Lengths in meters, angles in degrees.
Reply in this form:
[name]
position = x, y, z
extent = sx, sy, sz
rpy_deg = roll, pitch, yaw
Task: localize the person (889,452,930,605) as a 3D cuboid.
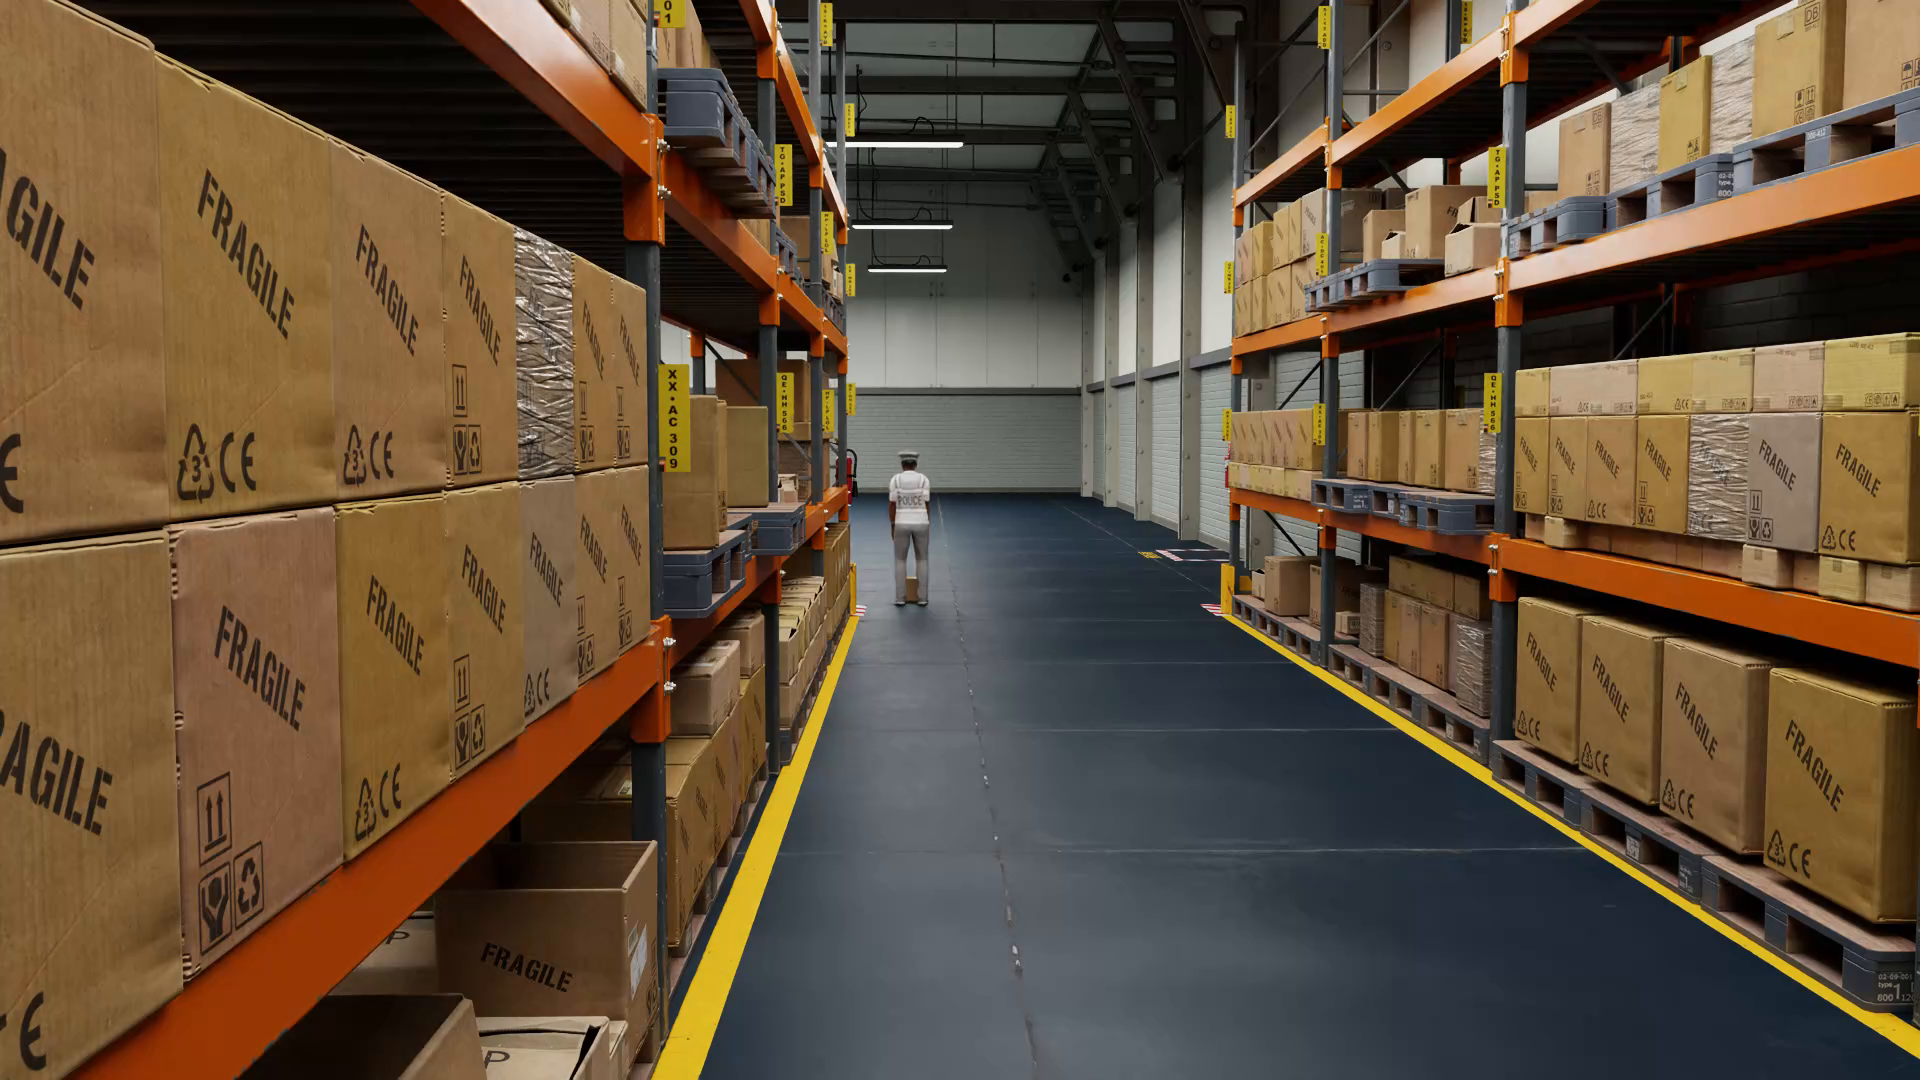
[person]
position = -0.546, -0.118, 17.911
extent = 0.443, 1.651, 0.351
rpy_deg = 0, 4, -2
